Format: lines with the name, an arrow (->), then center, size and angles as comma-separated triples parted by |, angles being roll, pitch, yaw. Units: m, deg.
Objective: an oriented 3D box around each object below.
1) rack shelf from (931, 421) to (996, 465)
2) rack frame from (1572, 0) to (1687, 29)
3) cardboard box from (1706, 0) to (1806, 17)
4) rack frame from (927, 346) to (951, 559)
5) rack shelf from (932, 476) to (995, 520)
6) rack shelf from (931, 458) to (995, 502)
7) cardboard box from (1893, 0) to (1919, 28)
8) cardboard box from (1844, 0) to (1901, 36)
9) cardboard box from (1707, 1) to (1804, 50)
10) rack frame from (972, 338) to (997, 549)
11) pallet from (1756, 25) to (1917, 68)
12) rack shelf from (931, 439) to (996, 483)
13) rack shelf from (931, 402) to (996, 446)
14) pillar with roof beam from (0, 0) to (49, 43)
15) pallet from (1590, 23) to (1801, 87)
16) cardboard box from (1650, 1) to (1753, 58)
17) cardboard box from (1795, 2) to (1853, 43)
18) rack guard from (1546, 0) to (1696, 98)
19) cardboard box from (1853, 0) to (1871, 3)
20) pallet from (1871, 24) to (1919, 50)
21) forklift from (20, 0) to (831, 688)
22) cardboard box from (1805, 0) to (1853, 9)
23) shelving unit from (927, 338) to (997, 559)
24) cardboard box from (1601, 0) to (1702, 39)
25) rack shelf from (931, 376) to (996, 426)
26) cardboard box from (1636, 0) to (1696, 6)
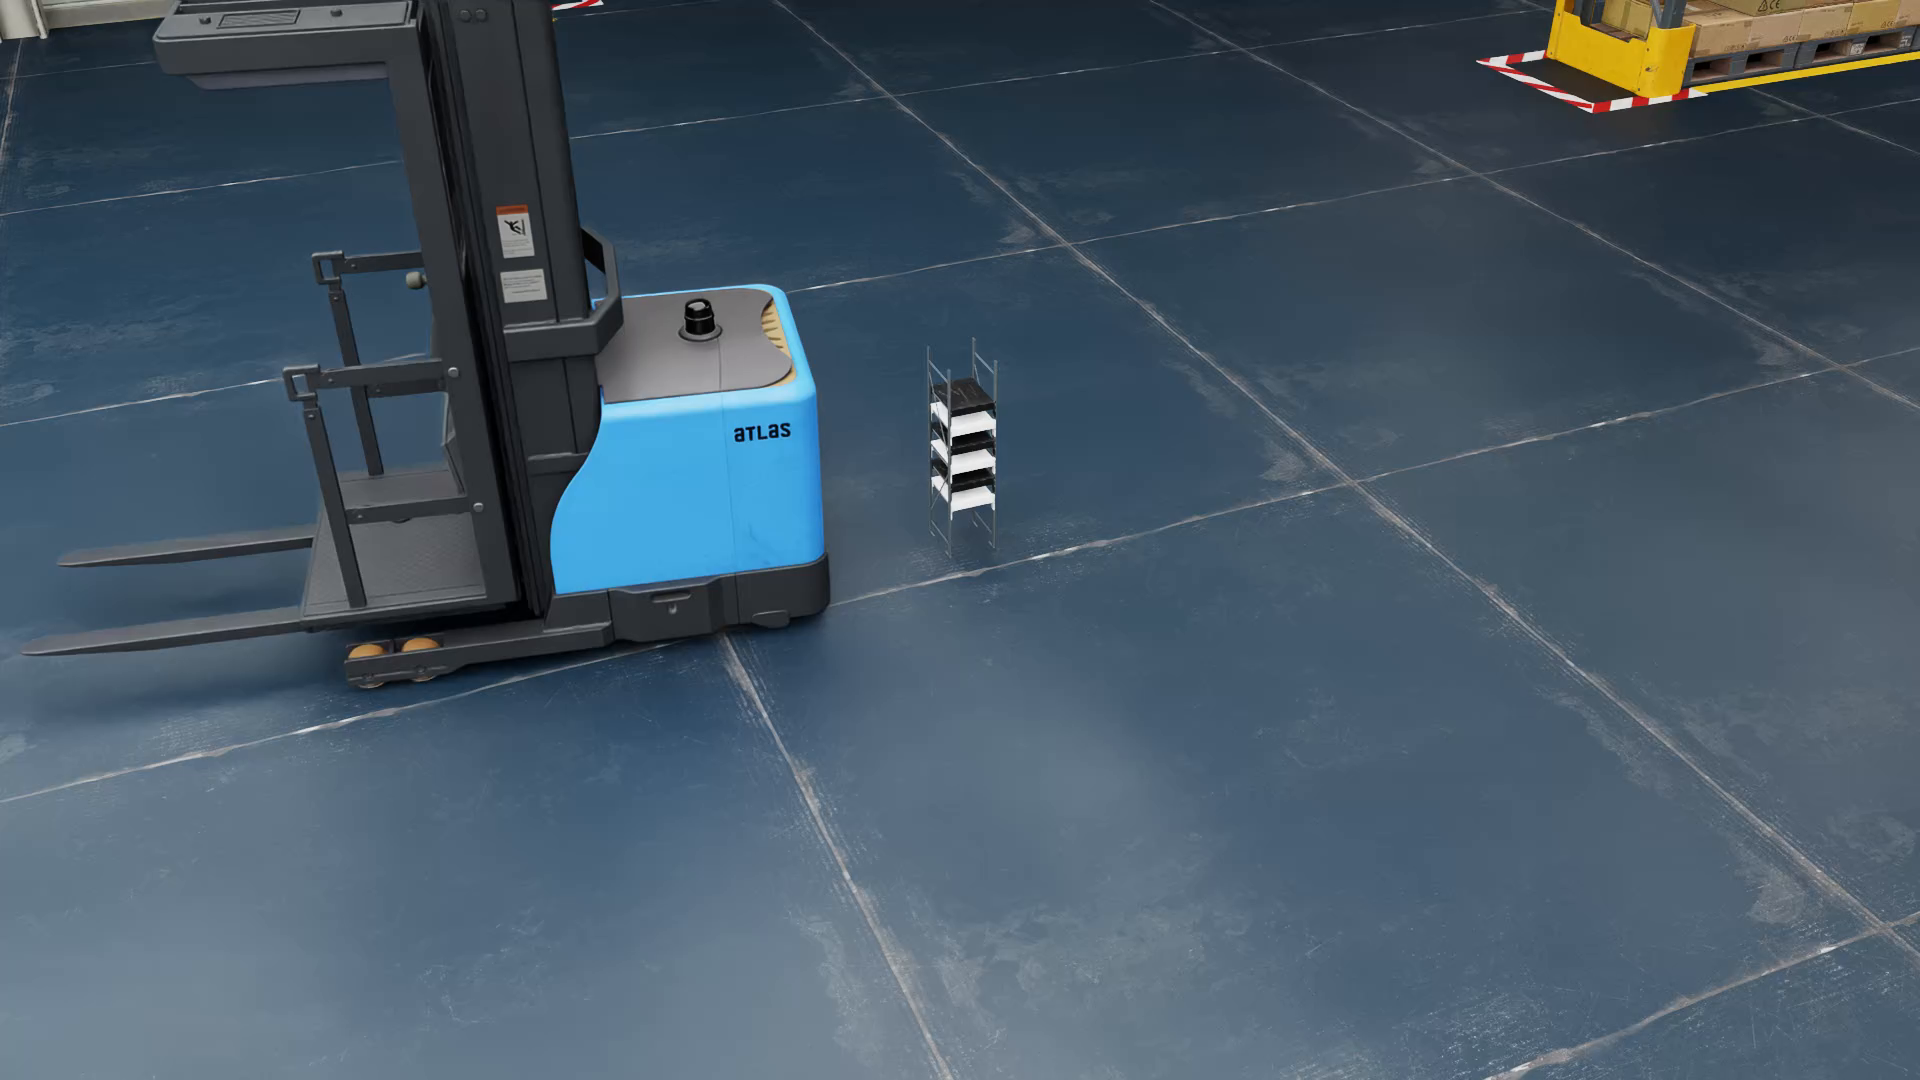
rack shelf -> 0.007, -0.426, 6.976 | 0.200, 0.077, 0.258 | -13, 35, -19
rack frame -> 5.012, -4.839, 11.937 | 0.127, 3.000, 1.000 | -13, 35, -19
cardboard box -> 6.053, -4.285, 12.533 | 0.500, 0.500, 0.500 | -13, 35, -19
rack frame -> -0.086, -0.357, 6.974 | 0.006, 0.900, 0.240 | -13, 35, -19
rack shelf -> 0.007, -0.200, 7.124 | 0.200, 0.077, 0.258 | -13, 35, -19
rack shelf -> 0.007, -0.276, 7.074 | 0.200, 0.077, 0.258 | -13, 35, -19
cardboard box -> 7.437, -4.286, 13.222 | 0.500, 0.250, 0.500 | -13, 35, -19
cardboard box -> 6.977, -4.180, 13.060 | 0.500, 0.250, 0.500 | -13, 35, -19
cardboard box -> 6.053, -3.971, 12.739 | 0.500, 0.250, 0.500 | -13, 35, -19
rack frame -> 0.101, -0.400, 7.040 | 0.006, 0.900, 0.240 | -13, 35, -19
pallet -> 6.824, -4.108, 13.370 | 1.213, 0.211, 1.003 | -13, 35, -19
rack shelf -> 0.007, -0.351, 7.025 | 0.200, 0.077, 0.258 | -13, 35, -19
rack shelf -> 0.007, -0.502, 6.927 | 0.200, 0.077, 0.258 | -13, 35, -19
pillar with roof beam -> -5.996, -5.728, 7.802 | 0.400, 9.000, 9.100 | -13, 35, -19
pallet -> 5.701, -3.853, 12.978 | 1.213, 0.211, 1.003 | -13, 35, -19
cardboard box -> 5.593, -3.864, 12.574 | 0.500, 0.250, 0.500 | -13, 35, -19
cardboard box -> 6.514, -4.077, 12.901 | 0.500, 0.250, 0.500 | -13, 35, -19
rack guard -> 4.990, -3.786, 12.611 | 0.348, 0.500, 1.175 | -13, 35, -19
cardboard box -> 6.977, -4.493, 12.854 | 0.500, 0.500, 0.500 | -13, 35, -19
pallet -> 7.951, -4.368, 13.769 | 1.213, 0.211, 1.003 | -13, 35, -19
forklift -> -2.097, -0.977, 6.065 | 3.031, 2.935, 1.130 | -7, 34, -11
cardboard box -> 6.509, -4.397, 12.705 | 0.500, 0.500, 0.500 | -13, 35, -19
shelving unit -> 0.007, -0.379, 7.007 | 0.210, 0.900, 0.258 | -13, 35, -19
cardboard box -> 5.392, -4.124, 12.974 | 0.500, 0.250, 0.500 | -13, 35, -19
rack shelf -> 0.007, -0.577, 6.878 | 0.200, 0.077, 0.258 | -13, 35, -19
cardboard box -> 5.392, -4.440, 12.771 | 0.500, 0.500, 0.500 | -13, 35, -19
